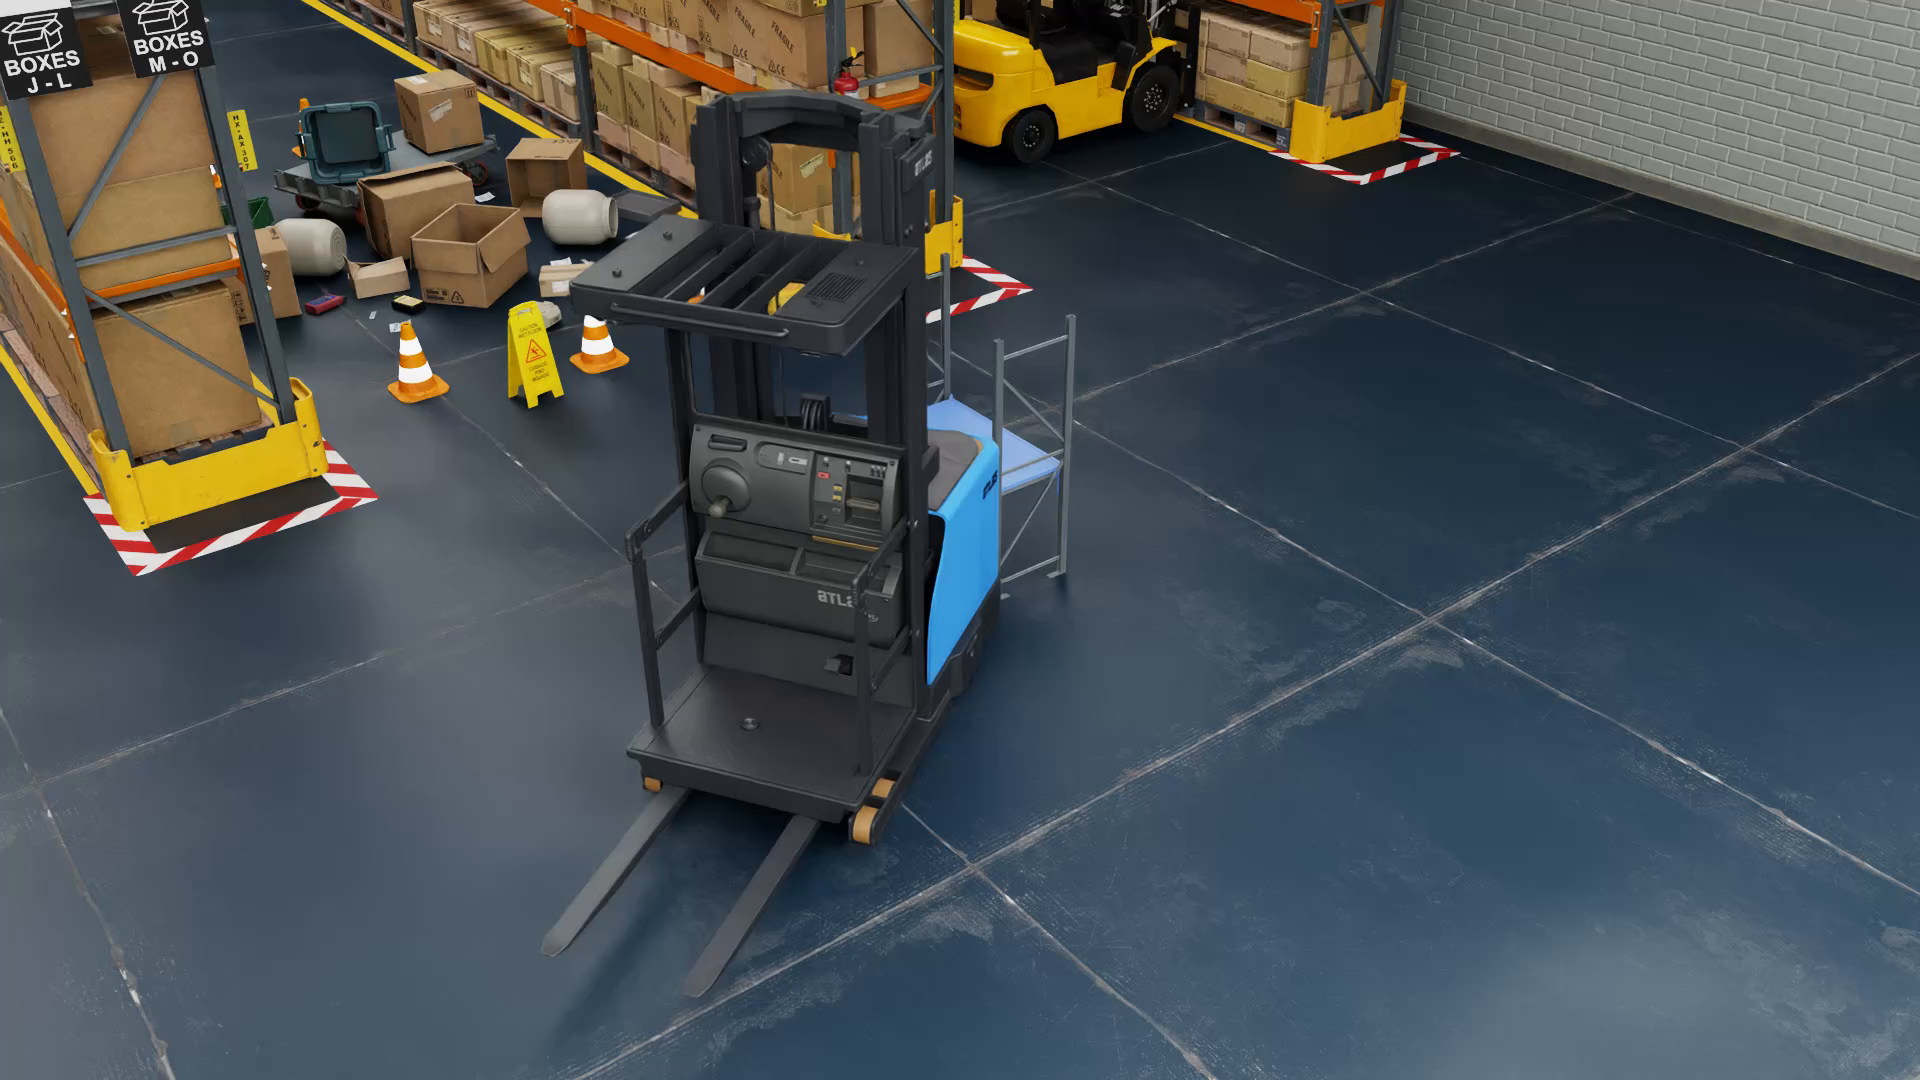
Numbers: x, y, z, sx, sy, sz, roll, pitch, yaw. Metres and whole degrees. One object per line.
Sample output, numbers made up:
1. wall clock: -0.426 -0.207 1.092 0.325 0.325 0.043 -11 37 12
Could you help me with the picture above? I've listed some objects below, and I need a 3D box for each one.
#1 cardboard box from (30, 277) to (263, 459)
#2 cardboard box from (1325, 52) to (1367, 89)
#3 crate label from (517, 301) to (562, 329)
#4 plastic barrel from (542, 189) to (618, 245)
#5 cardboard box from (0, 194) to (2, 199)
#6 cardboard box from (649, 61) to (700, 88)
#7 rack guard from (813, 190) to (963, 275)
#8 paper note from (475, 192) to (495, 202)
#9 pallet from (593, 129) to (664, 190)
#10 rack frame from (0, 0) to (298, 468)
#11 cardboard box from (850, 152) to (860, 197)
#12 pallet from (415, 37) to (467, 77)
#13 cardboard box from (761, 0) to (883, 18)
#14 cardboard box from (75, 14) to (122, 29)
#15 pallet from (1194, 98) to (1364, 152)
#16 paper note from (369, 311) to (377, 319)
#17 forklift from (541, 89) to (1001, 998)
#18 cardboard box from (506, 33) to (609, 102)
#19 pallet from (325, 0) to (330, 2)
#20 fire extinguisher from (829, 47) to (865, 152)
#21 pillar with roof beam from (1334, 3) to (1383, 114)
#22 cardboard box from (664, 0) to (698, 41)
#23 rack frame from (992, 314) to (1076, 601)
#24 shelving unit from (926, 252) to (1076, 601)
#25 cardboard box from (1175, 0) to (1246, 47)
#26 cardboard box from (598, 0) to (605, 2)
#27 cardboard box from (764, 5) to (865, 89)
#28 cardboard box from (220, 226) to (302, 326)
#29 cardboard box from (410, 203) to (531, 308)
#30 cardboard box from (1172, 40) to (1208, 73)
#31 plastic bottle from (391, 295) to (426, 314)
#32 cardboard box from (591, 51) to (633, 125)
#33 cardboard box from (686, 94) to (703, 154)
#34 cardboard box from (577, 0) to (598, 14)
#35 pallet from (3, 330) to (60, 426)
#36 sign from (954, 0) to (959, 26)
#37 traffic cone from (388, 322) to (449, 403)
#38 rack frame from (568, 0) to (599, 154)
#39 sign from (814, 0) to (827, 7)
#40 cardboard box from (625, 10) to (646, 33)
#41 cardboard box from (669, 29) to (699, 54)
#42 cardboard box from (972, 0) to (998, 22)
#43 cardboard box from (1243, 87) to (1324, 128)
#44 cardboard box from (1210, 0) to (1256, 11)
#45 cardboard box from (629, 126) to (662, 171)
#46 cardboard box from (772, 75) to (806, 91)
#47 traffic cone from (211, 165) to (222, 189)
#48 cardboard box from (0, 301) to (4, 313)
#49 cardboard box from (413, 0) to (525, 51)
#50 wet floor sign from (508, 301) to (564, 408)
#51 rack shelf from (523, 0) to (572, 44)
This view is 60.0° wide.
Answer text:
1. cardboard box: -4.790 -1.113 9.815 0.875 0.875 0.875 -22 38 -31
2. cardboard box: 3.321 -4.313 15.086 0.500 0.250 0.500 -21 38 -31
3. crate label: -2.956 -1.572 11.652 0.298 0.136 0.250 12 34 19
4. plastic barrel: -2.936 -2.496 12.868 0.512 0.421 0.421 1 32 2
5. cardboard box: -5.541 -2.483 10.263 0.875 0.550 0.500 -22 38 -31
6. cardboard box: -2.265 -3.762 13.346 0.380 0.149 0.250 -20 37 -29
7. rack guard: -0.520 -2.189 12.301 1.175 0.500 0.348 -22 38 -31
8. paper note: -3.949 -2.853 13.814 0.148 0.019 0.142 -22 38 -31
9. pallet: -2.487 -3.434 14.578 1.003 0.211 1.213 -22 38 -31
10. rack frame: -4.322 -1.576 8.945 1.000 3.000 0.127 -22 38 -31
11. cardboard box: -0.765 -2.984 12.709 0.500 0.500 0.500 -24 39 -33
12. pallet: -4.901 -5.043 17.170 1.003 0.211 1.213 -22 38 -31
13. cardboard box: -0.959 -3.955 11.451 0.700 0.500 0.500 -23 39 -33
14. cardboard box: -5.165 -2.742 9.657 0.875 0.550 0.550 -22 38 -31
15. pallet: 2.943 -3.948 15.406 1.003 0.211 1.213 -22 38 -31
16. paper note: -4.171 -1.597 11.813 0.032 0.001 0.123 -4 32 -7
17. forklift: -0.769 -0.183 6.766 1.130 2.935 3.031 11 33 17
18. cardboard box: -3.694 -4.465 15.689 0.950 0.372 0.625 -20 37 -29
19. pallet: -7.299 -6.739 19.900 1.003 0.211 1.213 -22 38 -31
20. fire extinguisher: -0.767 -2.990 11.294 0.296 0.674 0.183 -22 38 -31
21. pillar with roof beam: 0.329 -6.565 11.290 9.100 9.000 0.400 -22 38 -31
22. cardboard box: -1.927 -4.163 12.733 0.500 0.500 0.500 -22 38 -31
23. rack frame: 0.364 -0.390 8.456 0.500 1.500 0.032 -22 38 -31
24. shelving unit: 0.052 -0.602 8.797 0.538 1.500 1.048 -22 38 -31
25. cardboard box: 2.281 -4.771 15.349 0.500 0.250 0.500 -22 38 -31
26. cardboard box: -2.877 -4.782 13.730 0.500 0.500 0.500 -22 38 -32
27. cardboard box: -1.024 -3.526 11.707 0.500 0.500 0.500 -23 39 -32
28. cardboard box: -5.012 -1.867 11.780 0.500 0.500 0.500 -16 35 -23
29. cardboard box: -3.550 -2.072 12.109 0.637 0.503 0.797 6 32 10
30. cardboard box: 2.267 -4.572 15.503 0.500 0.250 0.500 -23 39 -32
31. plastic bottle: -3.976 -1.694 11.920 0.283 0.061 0.133 18 36 27
32. cardboard box: -2.778 -3.882 14.155 0.500 0.500 0.500 -20 37 -29
33. cardboard box: -1.797 -3.227 13.100 0.500 0.500 0.500 -23 39 -32
34. cardboard box: -2.987 -4.545 13.963 0.380 0.149 0.250 -22 38 -32
35. pallet: -5.618 -1.207 10.994 1.003 0.211 1.213 -22 38 -31
36. sign: -0.045 -3.763 11.645 0.100 0.325 0.005 -22 38 -31
37. traffic cone: -3.526 -1.179 10.710 0.336 0.463 0.334 -22 38 -31
38. rack frame: -2.926 -4.887 14.275 1.000 3.000 0.127 -22 38 -31
39. sign: -0.924 -3.675 10.926 0.100 0.325 0.005 -22 38 -31
40. cardboard box: -2.480 -4.241 13.474 0.380 0.149 0.250 -21 38 -30
41. cardboard box: -2.033 -3.913 12.945 0.380 0.149 0.250 -22 38 -32
42. cardboard box: 0.663 -5.878 17.723 0.875 0.625 0.625 -20 37 -29
43. cardboard box: 2.907 -3.931 14.944 0.500 0.250 0.500 -22 38 -31
44. cardboard box: 2.692 -4.943 15.626 0.500 0.250 0.500 -23 38 -32
45. cardboard box: -2.442 -3.345 14.001 0.500 0.250 0.500 -20 37 -29
46. cardboard box: -1.115 -3.269 11.909 0.380 0.149 0.250 -23 38 -32
47. traffic cone: -6.404 -3.213 13.984 0.336 0.463 0.334 -22 38 -31
48. cardboard box: -6.444 -2.234 11.620 0.875 0.875 0.875 -22 38 -31
49. cardboard box: -5.041 -5.377 17.157 0.950 0.372 0.625 -25 40 -34
50. wet floor sign: -2.740 -1.204 10.578 0.232 0.644 0.267 26 40 35
51. rack shelf: -4.153 -5.415 15.807 1.077 0.370 4.000 -22 38 -31
